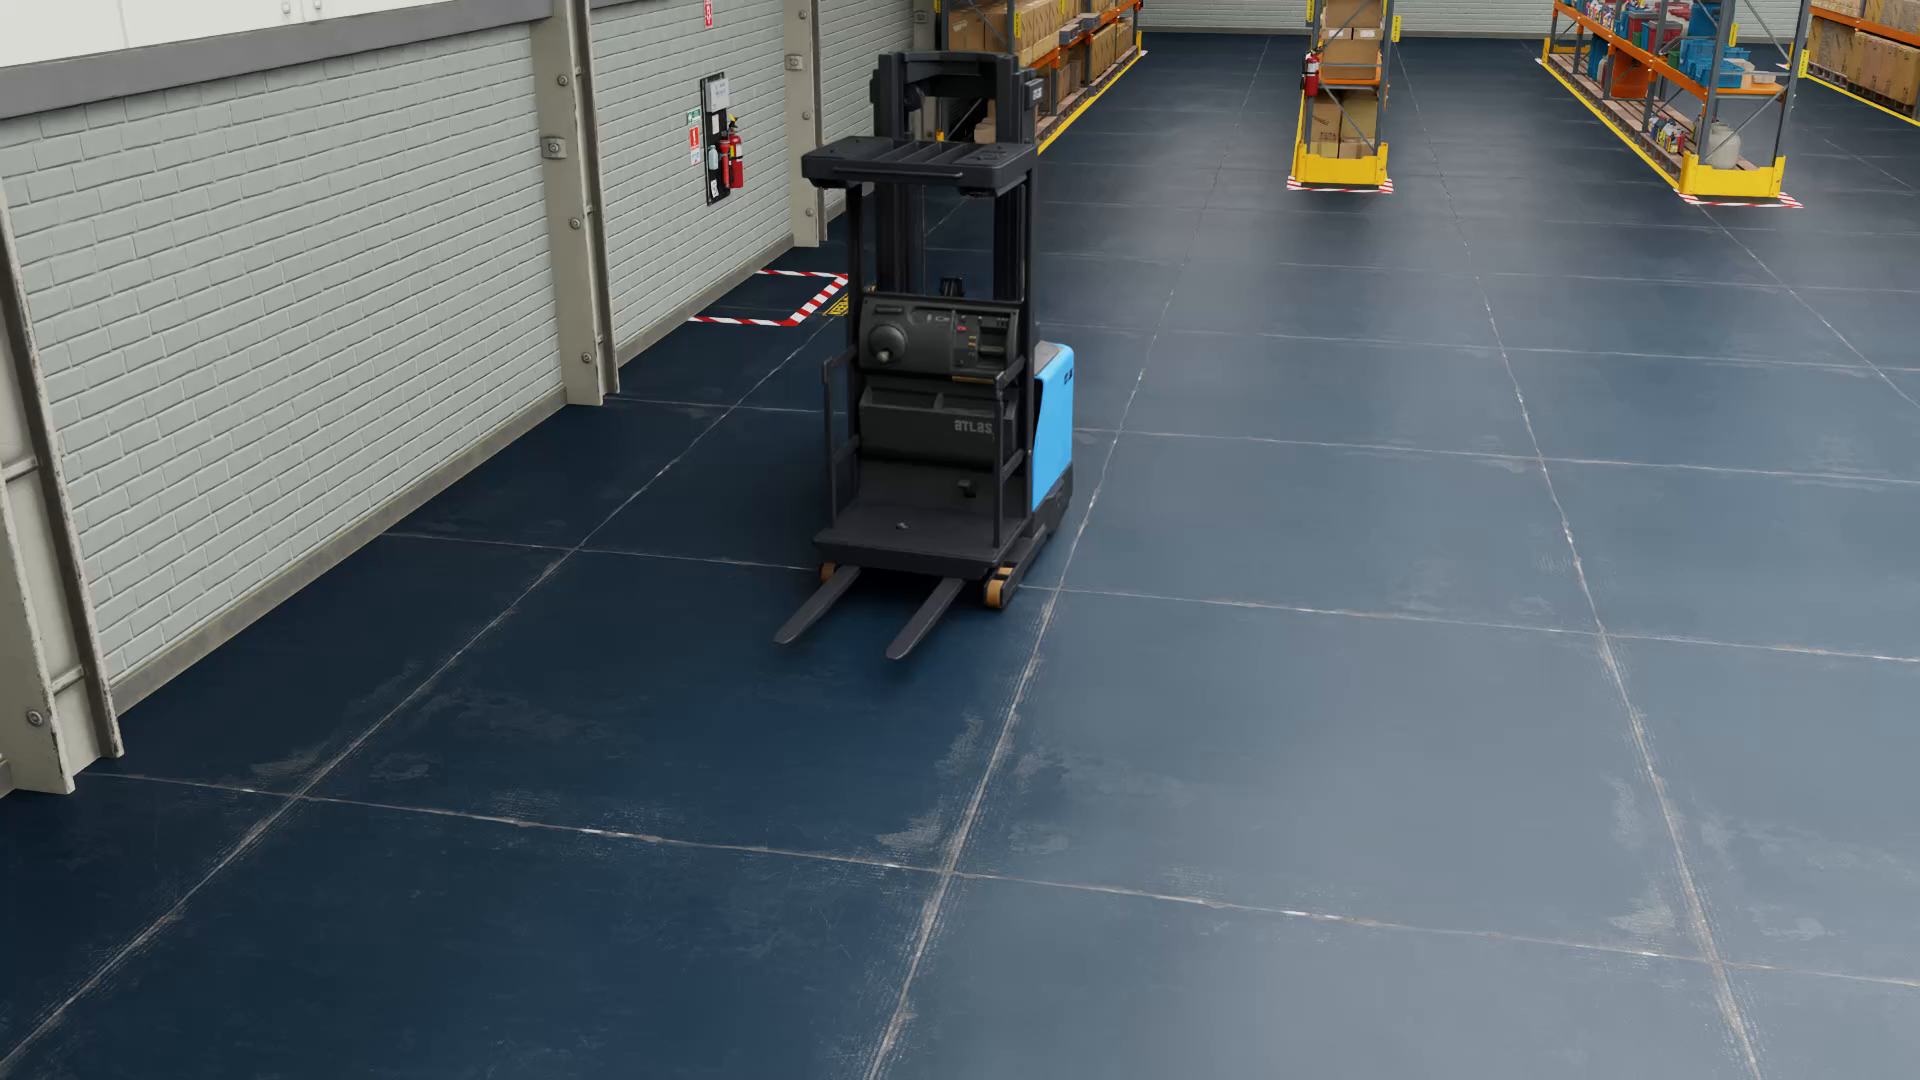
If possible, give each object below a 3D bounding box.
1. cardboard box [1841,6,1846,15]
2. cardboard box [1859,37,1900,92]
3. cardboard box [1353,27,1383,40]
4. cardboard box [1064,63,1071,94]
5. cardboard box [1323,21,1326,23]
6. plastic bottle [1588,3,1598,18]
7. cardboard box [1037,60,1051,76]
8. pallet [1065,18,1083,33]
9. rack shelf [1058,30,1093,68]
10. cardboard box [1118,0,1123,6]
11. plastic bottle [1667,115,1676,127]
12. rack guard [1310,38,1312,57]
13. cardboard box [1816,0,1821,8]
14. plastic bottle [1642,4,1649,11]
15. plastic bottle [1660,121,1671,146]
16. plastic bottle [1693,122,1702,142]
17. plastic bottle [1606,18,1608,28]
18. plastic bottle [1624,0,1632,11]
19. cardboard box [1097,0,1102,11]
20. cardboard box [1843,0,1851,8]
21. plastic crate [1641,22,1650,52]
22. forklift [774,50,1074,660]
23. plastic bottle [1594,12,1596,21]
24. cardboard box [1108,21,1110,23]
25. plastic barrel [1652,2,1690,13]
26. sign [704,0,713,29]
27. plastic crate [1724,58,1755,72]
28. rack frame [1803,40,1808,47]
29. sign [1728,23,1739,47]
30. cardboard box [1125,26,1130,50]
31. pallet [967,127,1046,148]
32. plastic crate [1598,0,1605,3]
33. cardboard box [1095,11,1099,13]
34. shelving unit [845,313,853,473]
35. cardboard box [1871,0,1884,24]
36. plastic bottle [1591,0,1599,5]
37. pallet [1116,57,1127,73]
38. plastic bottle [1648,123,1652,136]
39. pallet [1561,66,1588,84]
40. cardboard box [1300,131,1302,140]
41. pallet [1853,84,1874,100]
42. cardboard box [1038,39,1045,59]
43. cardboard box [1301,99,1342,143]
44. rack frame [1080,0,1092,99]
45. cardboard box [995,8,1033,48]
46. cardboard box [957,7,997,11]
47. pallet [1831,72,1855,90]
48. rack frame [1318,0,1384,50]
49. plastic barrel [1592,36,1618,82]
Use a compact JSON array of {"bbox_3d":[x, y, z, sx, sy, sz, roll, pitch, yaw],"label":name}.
[{"bbox_3d":[17.135,-10.146,31.867,0.380,0.149,0.250,5,22,12],"label":"cardboard box"},{"bbox_3d":[16.944,-8.491,29.703,1.225,0.875,0.875,4,22,9],"label":"cardboard box"},{"bbox_3d":[5.381,-6.686,21.938,0.380,0.149,0.250,4,22,11],"label":"cardboard box"},{"bbox_3d":[1.558,-8.112,29.237,0.700,0.500,0.500,4,22,11],"label":"cardboard box"},{"bbox_3d":[5.140,-6.995,22.704,0.380,0.149,0.250,5,22,12],"label":"cardboard box"},{"bbox_3d":[11.845,-9.890,31.061,0.152,0.276,0.135,4,22,11],"label":"plastic bottle"},{"bbox_3d":[1.277,-7.875,27.646,0.500,0.250,0.500,4,22,10],"label":"cardboard box"},{"bbox_3d":[1.509,-8.698,28.192,1.003,0.211,1.213,4,22,11],"label":"pallet"},{"bbox_3d":[1.465,-8.449,28.279,1.077,0.370,4.000,4,22,11],"label":"rack shelf"},{"bbox_3d":[2.816,-11.313,34.027,0.980,0.700,0.700,5,22,12],"label":"cardboard box"},{"bbox_3d":[10.325,-5.997,24.185,0.144,0.351,0.185,4,22,11],"label":"plastic bottle"},{"bbox_3d":[8.340,-10.876,36.690,1.175,0.500,0.348,4,22,11],"label":"rack guard"},{"bbox_3d":[17.502,-10.803,33.497,0.380,0.149,0.250,4,22,10],"label":"cardboard box"},{"bbox_3d":[12.295,-9.435,29.831,0.144,0.351,0.185,4,22,11],"label":"plastic bottle"},{"bbox_3d":[10.059,-5.783,23.654,0.144,0.351,0.185,4,22,10],"label":"plastic bottle"},{"bbox_3d":[10.716,-5.911,24.072,0.152,0.276,0.135,4,22,11],"label":"plastic bottle"},{"bbox_3d":[11.384,-9.079,29.147,0.097,0.201,0.097,0,22,0],"label":"plastic bottle"},{"bbox_3d":[12.341,-9.781,30.690,0.144,0.351,0.185,4,22,11],"label":"plastic bottle"},{"bbox_3d":[2.338,-10.056,30.750,0.500,0.500,0.500,5,23,13],"label":"cardboard box"},{"bbox_3d":[17.173,-10.283,31.674,0.500,0.250,0.500,5,23,13],"label":"cardboard box"},{"bbox_3d":[10.676,-7.716,25.517,0.392,0.384,0.575,4,22,11],"label":"plastic crate"},{"bbox_3d":[-0.184,-1.137,9.253,1.130,2.935,3.031,7,23,16],"label":"forklift"},{"bbox_3d":[11.681,-9.610,30.466,0.097,0.201,0.097,0,22,0],"label":"plastic bottle"},{"bbox_3d":[3.033,-11.109,35.838,0.380,0.149,0.250,5,22,11],"label":"cardboard box"},{"bbox_3d":[11.773,-8.629,27.582,0.600,0.536,0.708,4,22,11],"label":"plastic barrel"},{"bbox_3d":[-2.329,-4.895,15.389,0.001,0.298,0.199,4,22,11],"label":"sign"},{"bbox_3d":[10.672,-6.560,22.981,0.530,0.136,0.437,4,22,11],"label":"plastic crate"},{"bbox_3d":[18.052,-11.307,34.413,1.000,3.000,0.127,4,22,11],"label":"rack frame"},{"bbox_3d":[11.291,-7.378,24.288,0.100,0.325,0.005,4,22,11],"label":"sign"},{"bbox_3d":[3.358,-11.028,36.505,0.700,0.500,0.500,4,22,11],"label":"cardboard box"},{"bbox_3d":[0.707,-6.062,25.122,1.003,0.211,1.213,4,22,11],"label":"pallet"},{"bbox_3d":[12.879,-10.739,33.081,0.437,0.282,0.530,4,22,11],"label":"plastic crate"},{"bbox_3d":[2.364,-9.692,30.712,0.380,0.149,0.250,5,23,13],"label":"cardboard box"},{"bbox_3d":[-0.238,-1.080,11.528,0.538,1.125,1.048,18,28,37],"label":"shelving unit"},{"bbox_3d":[16.796,-9.557,29.935,0.500,0.500,0.500,4,22,11],"label":"cardboard box"},{"bbox_3d":[11.990,-10.080,31.433,0.144,0.351,0.185,4,22,11],"label":"plastic bottle"},{"bbox_3d":[2.921,-9.955,34.790,1.003,0.211,1.213,4,22,11],"label":"pallet"},{"bbox_3d":[10.240,-6.082,24.596,0.097,0.201,0.097,0,22,0],"label":"plastic bottle"},{"bbox_3d":[12.500,-9.200,32.914,1.003,0.211,1.213,4,22,11],"label":"pallet"},{"bbox_3d":[5.001,-5.534,23.197,0.500,0.250,0.500,4,22,11],"label":"cardboard box"},{"bbox_3d":[17.153,-8.263,30.587,1.003,0.211,1.213,4,22,11],"label":"pallet"},{"bbox_3d":[0.958,-7.244,24.498,0.500,0.250,0.500,5,22,11],"label":"cardboard box"},{"bbox_3d":[4.909,-5.698,22.601,0.500,0.500,0.500,4,22,11],"label":"cardboard box"},{"bbox_3d":[1.873,-9.514,29.961,1.000,3.000,0.127,4,22,11],"label":"rack frame"},{"bbox_3d":[0.743,-7.207,23.404,0.500,0.500,0.500,5,22,11],"label":"cardboard box"},{"bbox_3d":[0.241,-7.248,23.504,0.500,0.500,0.500,5,22,12],"label":"cardboard box"},{"bbox_3d":[17.468,-8.823,31.978,1.003,0.211,1.213,4,22,11],"label":"pallet"},{"bbox_3d":[5.907,-7.675,25.395,1.000,3.000,0.127,4,22,11],"label":"rack frame"},{"bbox_3d":[12.115,-8.986,30.898,0.600,0.901,0.708,4,22,11],"label":"plastic barrel"}]
